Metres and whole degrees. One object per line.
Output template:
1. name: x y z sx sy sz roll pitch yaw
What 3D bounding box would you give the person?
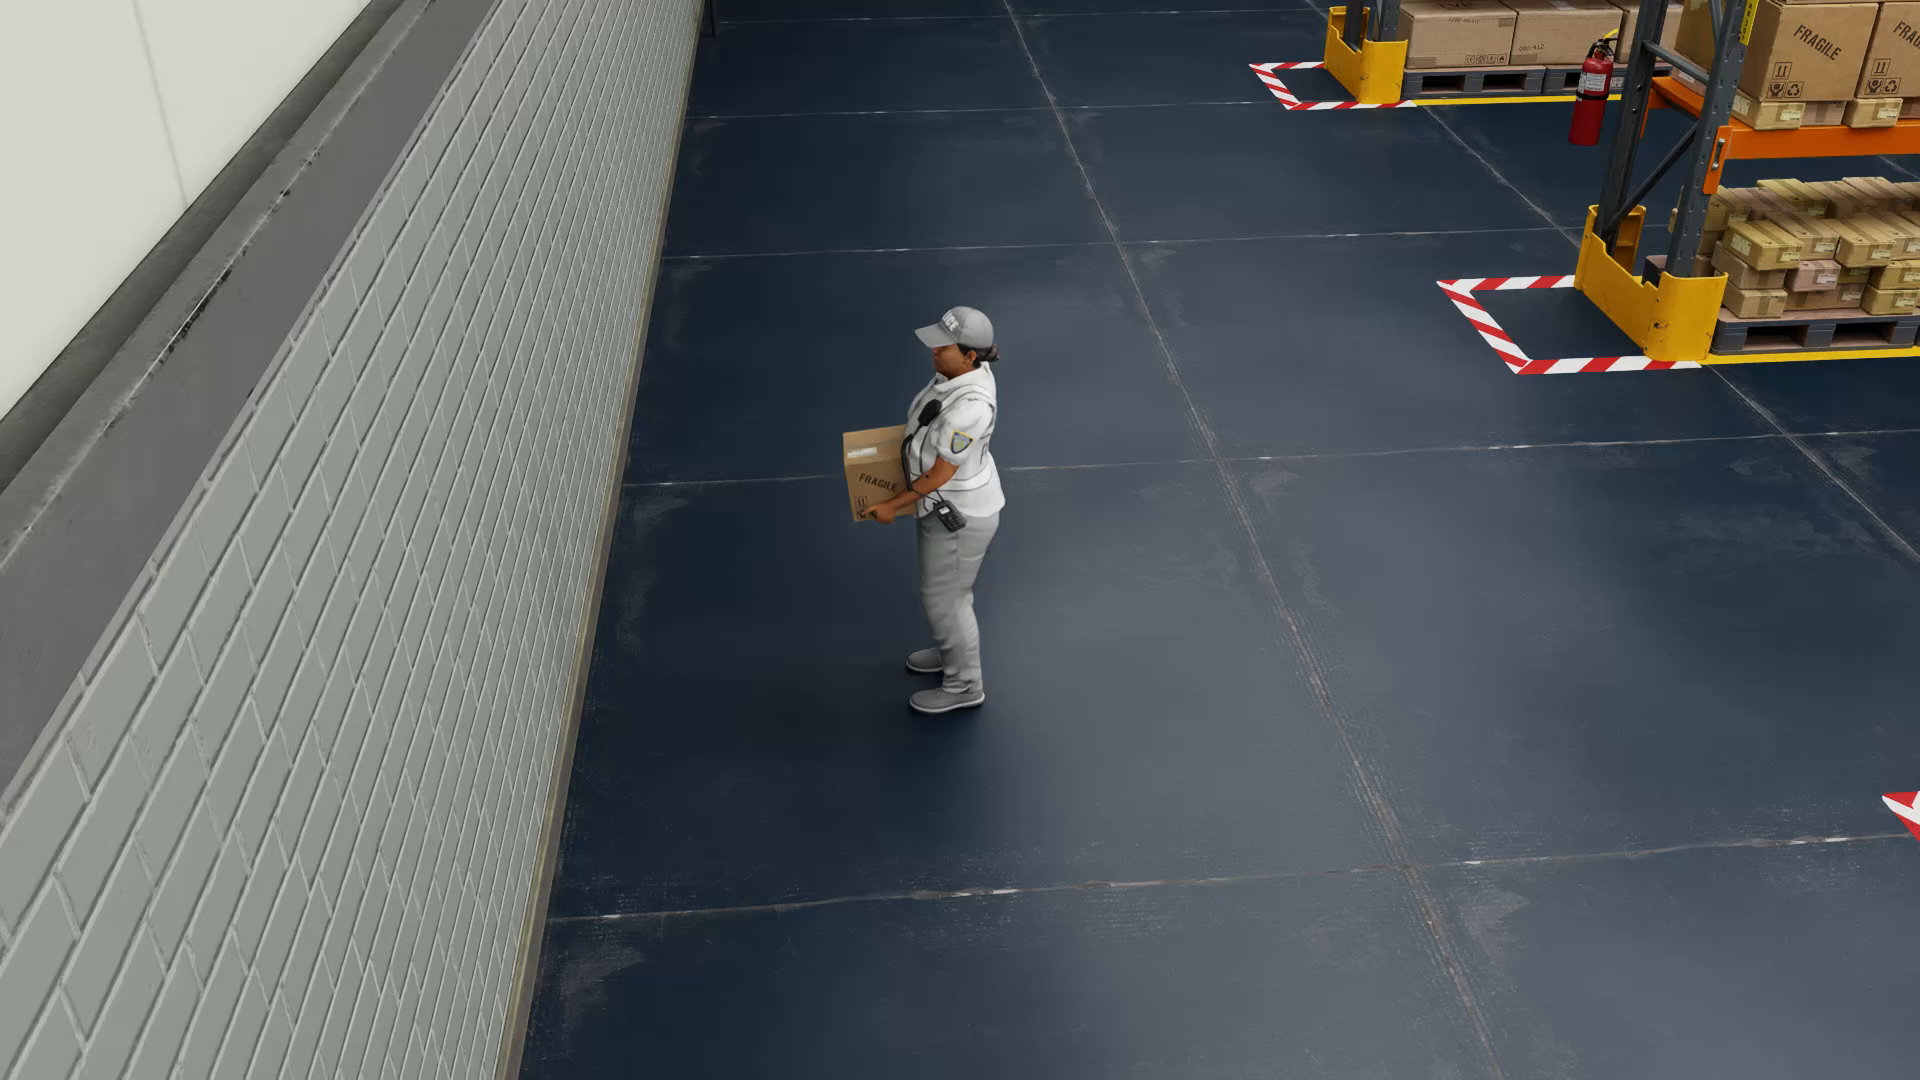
1. person: -0.105 -0.116 6.333 0.541 1.657 0.455 -2 31 -4
